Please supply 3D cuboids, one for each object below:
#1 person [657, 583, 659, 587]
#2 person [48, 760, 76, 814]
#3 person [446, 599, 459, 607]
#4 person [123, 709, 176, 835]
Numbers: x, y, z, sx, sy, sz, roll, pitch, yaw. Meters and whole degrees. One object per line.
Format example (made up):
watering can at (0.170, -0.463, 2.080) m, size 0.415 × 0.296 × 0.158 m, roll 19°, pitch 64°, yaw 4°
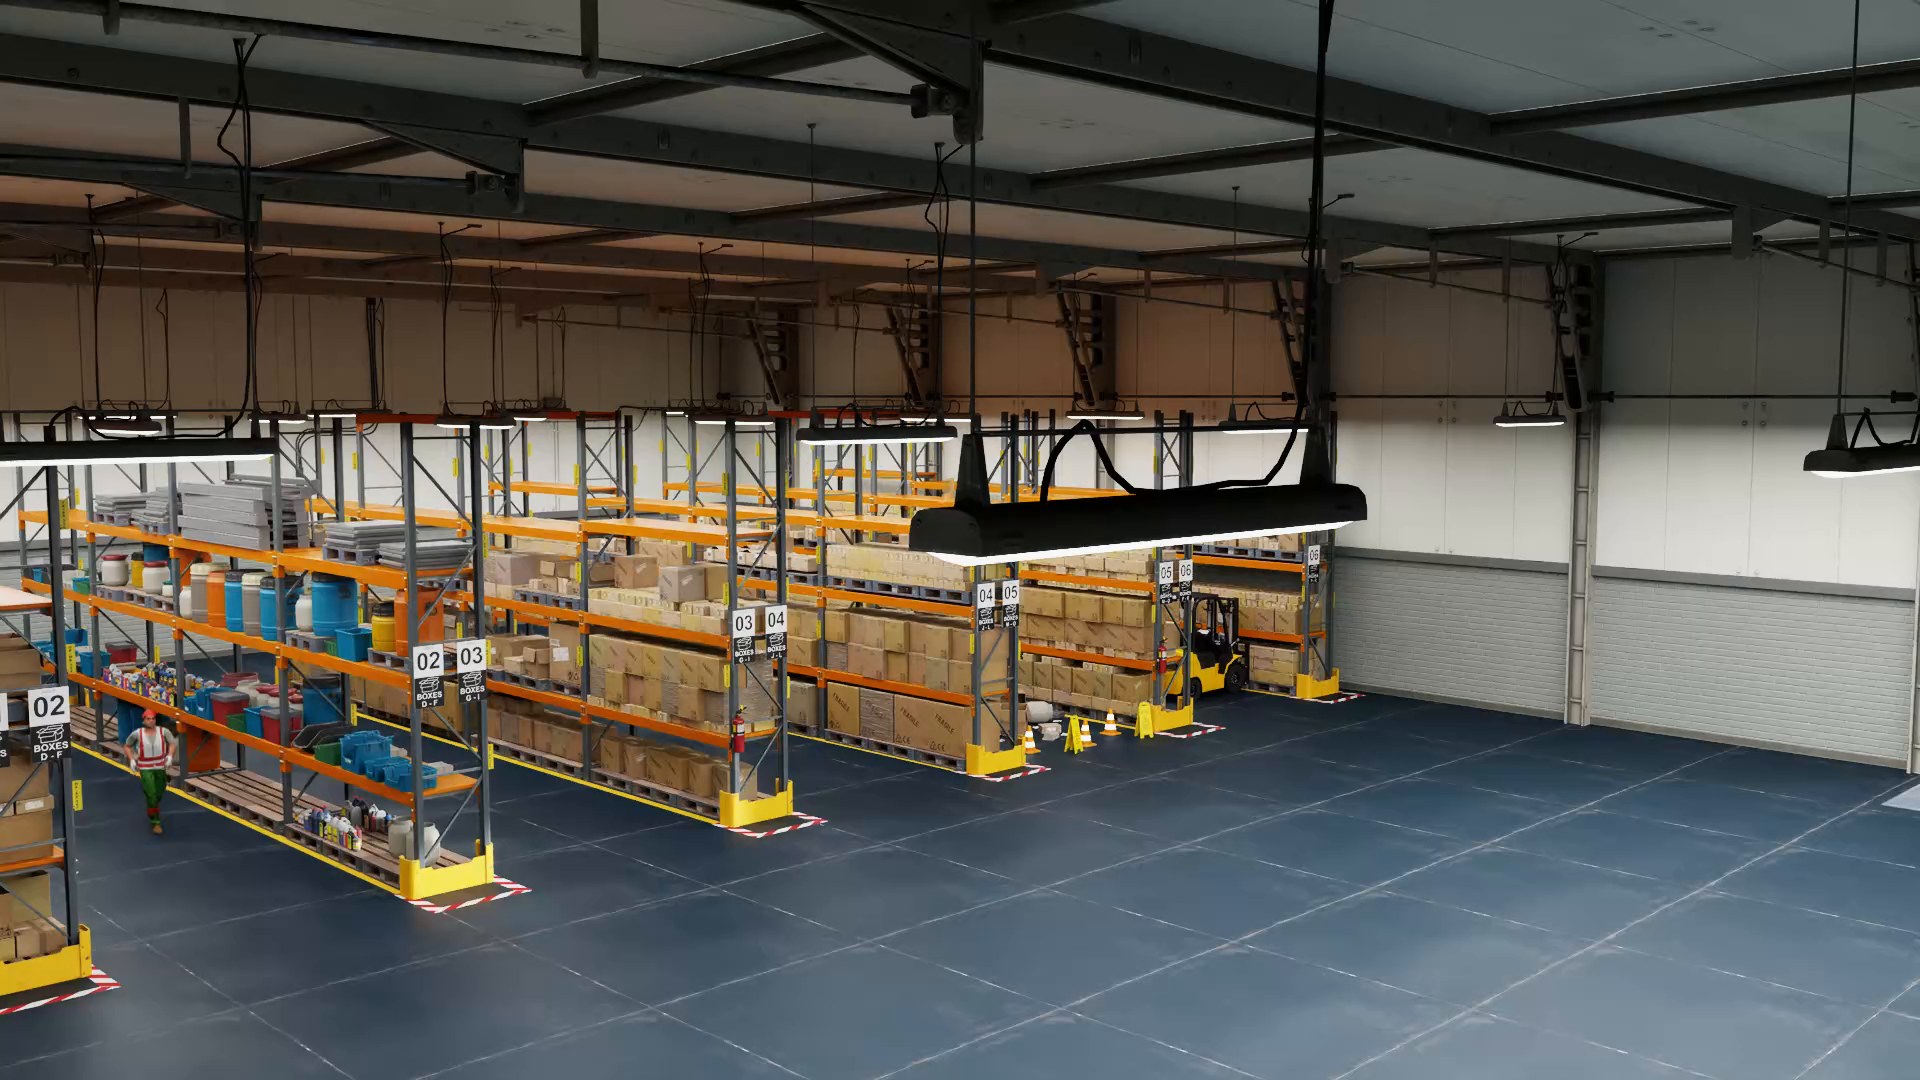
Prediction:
person at (-7.905, 1.611, 44.181) m, size 0.704 × 1.756 × 0.698 m, roll -1°, pitch 5°, yaw -13°
person at (-13.789, 3.277, 25.281) m, size 0.845 × 1.771 × 0.605 m, roll 4°, pitch 6°, yaw 37°
person at (-11.849, 2.095, 38.674) m, size 0.662 × 1.782 × 0.801 m, roll 0°, pitch 5°, yaw -1°
person at (-11.812, 3.346, 24.298) m, size 0.668 × 1.784 × 0.892 m, roll -4°, pitch 6°, yaw -39°
